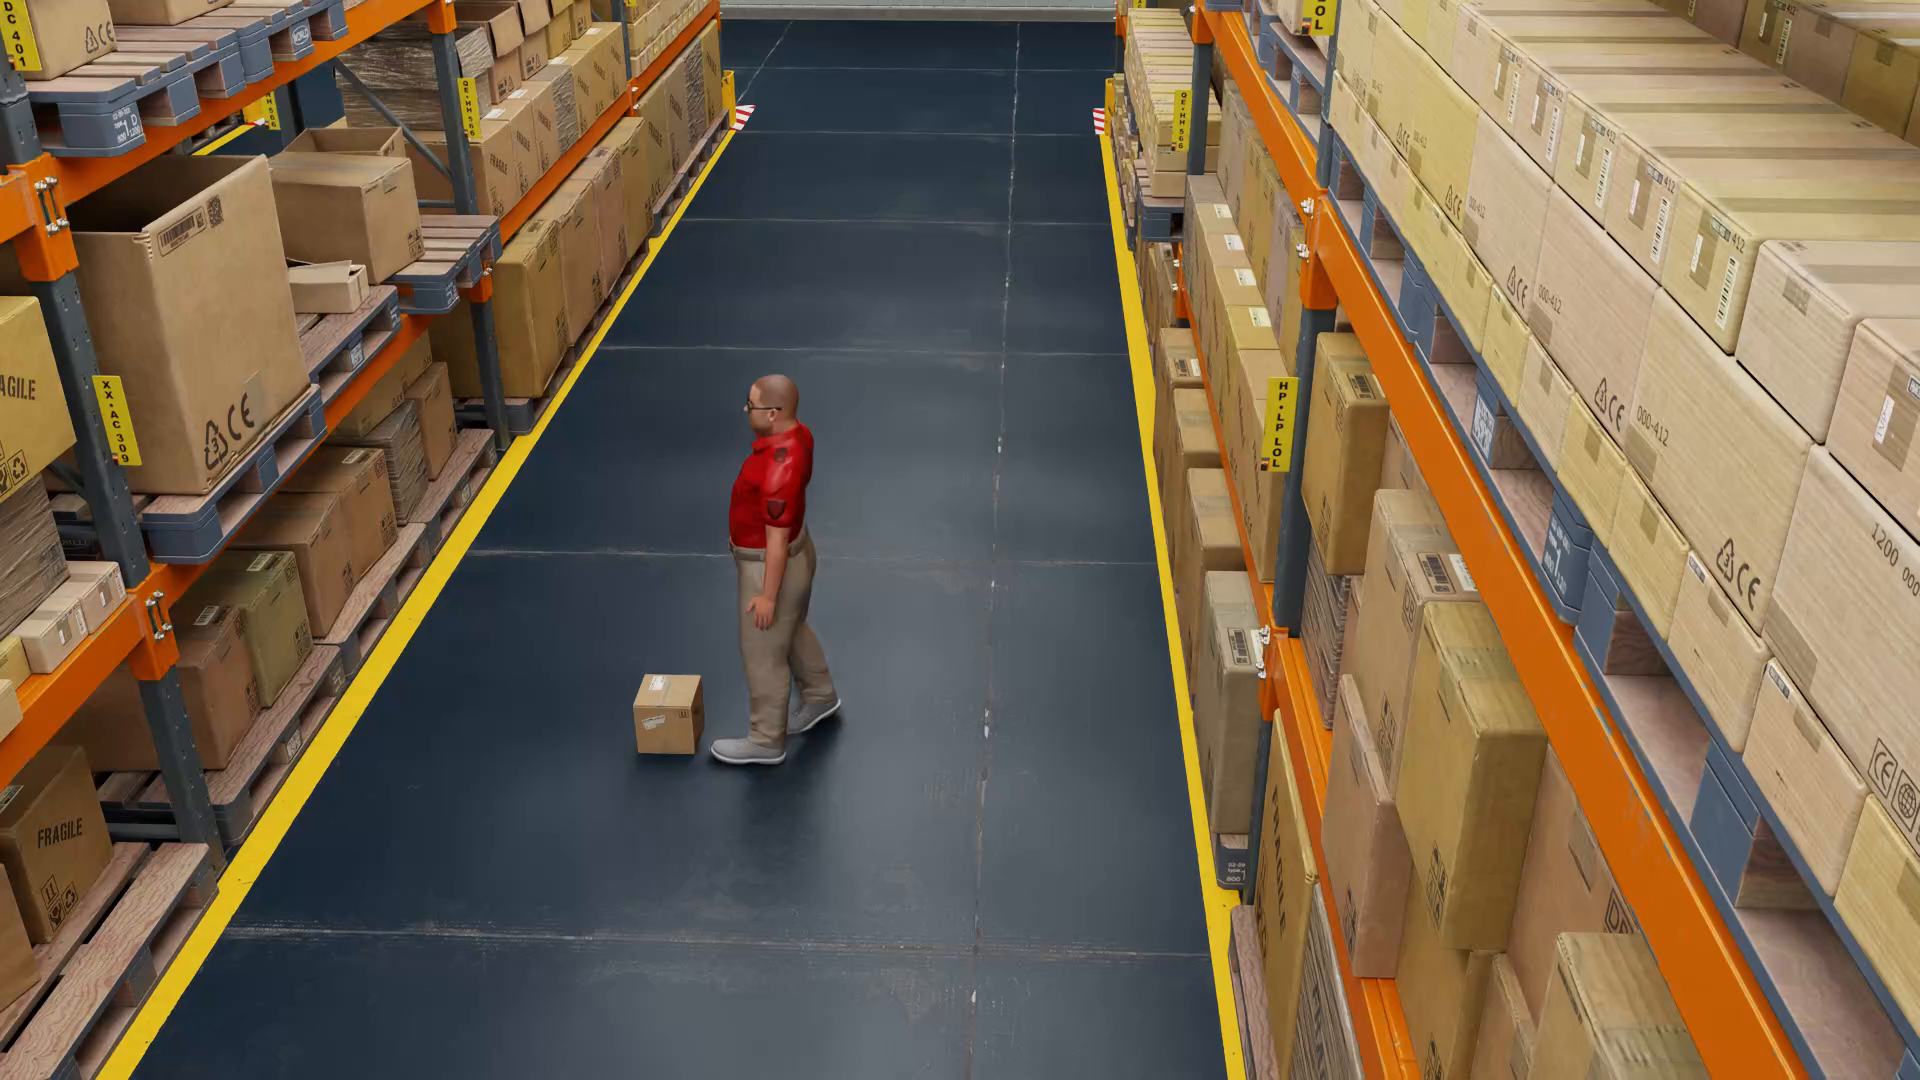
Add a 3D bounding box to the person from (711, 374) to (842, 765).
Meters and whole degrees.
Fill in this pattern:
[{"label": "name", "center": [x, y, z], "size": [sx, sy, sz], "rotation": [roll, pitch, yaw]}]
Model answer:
[{"label": "person", "center": [-0.808, 0.132, 6.915], "size": [0.527, 1.756, 0.547], "rotation": [2, 28, 3]}]
